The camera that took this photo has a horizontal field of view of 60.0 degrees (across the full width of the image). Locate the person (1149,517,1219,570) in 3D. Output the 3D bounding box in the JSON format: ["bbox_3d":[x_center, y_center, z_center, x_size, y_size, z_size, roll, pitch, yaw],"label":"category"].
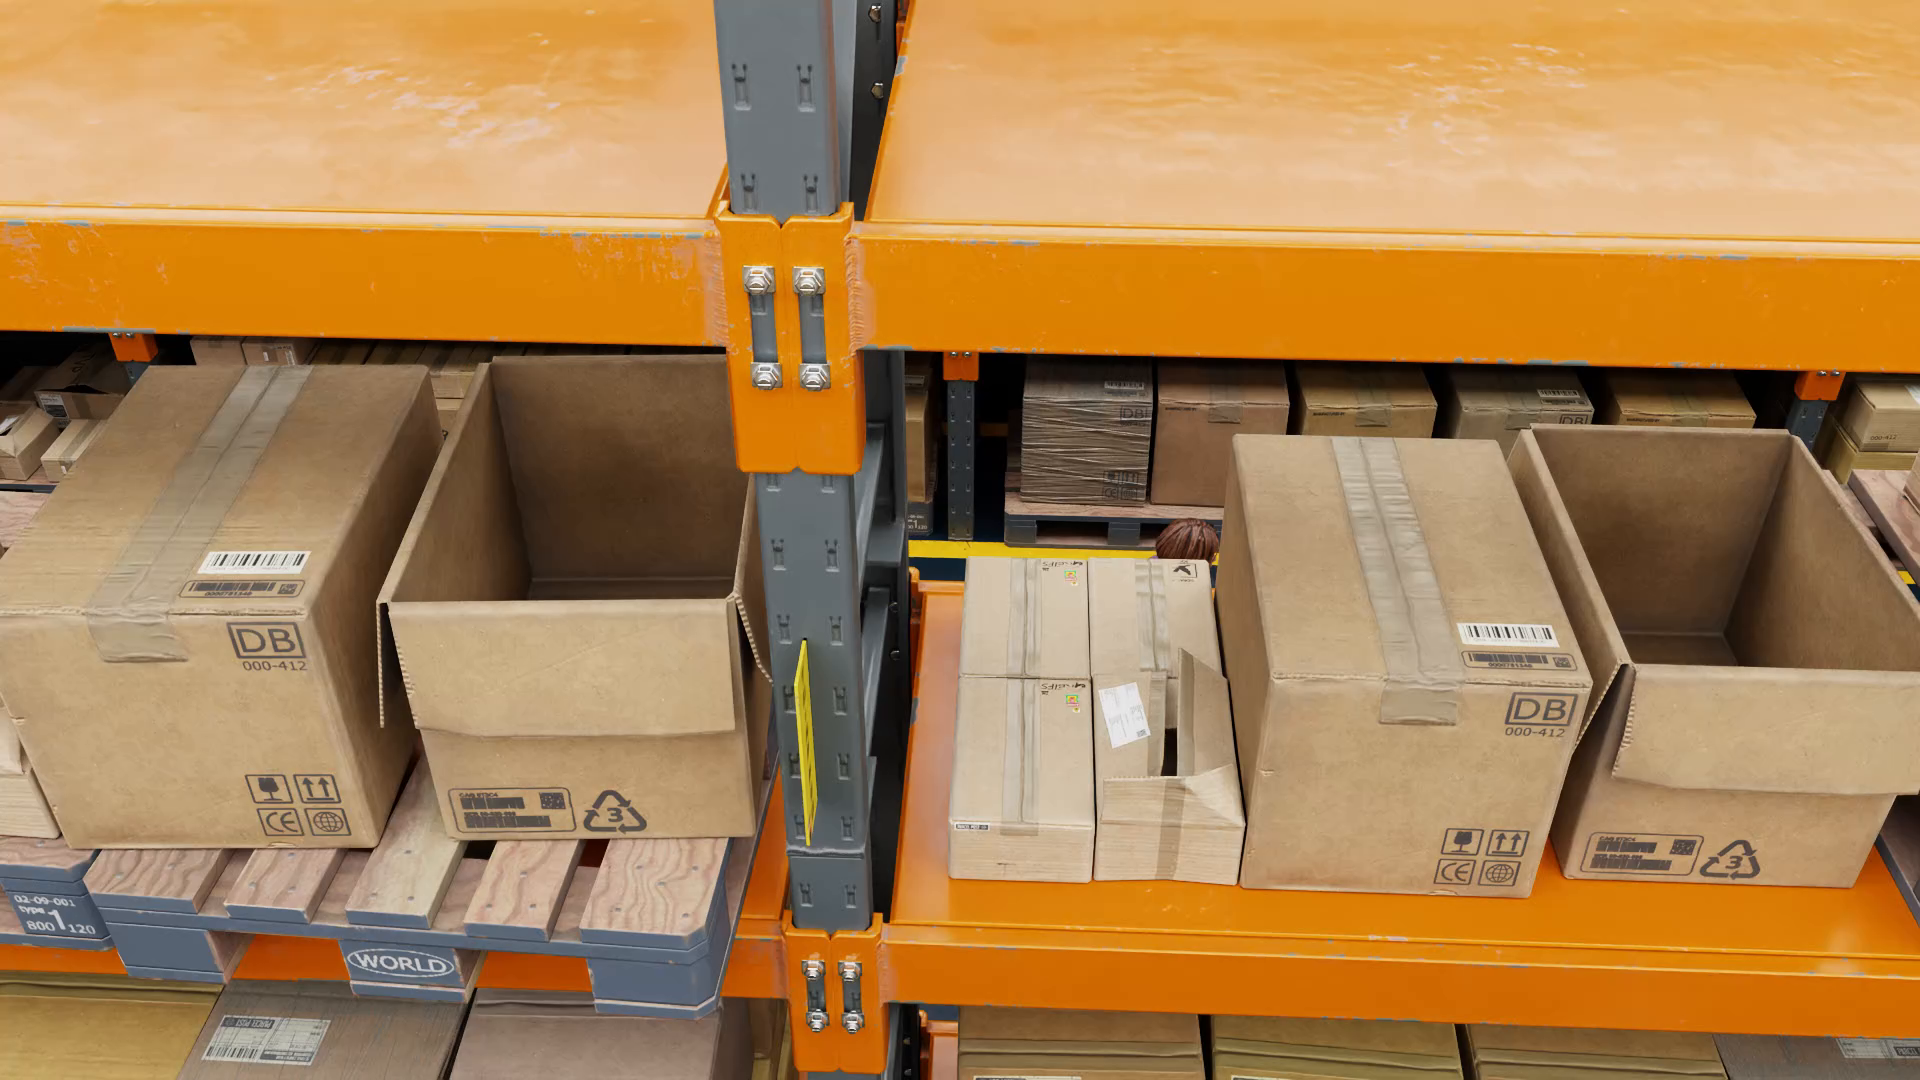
[{"bbox_3d":[0.752,0.593,6.311,0.341,1.594,0.485,0,36,-1],"label":"person"}]
